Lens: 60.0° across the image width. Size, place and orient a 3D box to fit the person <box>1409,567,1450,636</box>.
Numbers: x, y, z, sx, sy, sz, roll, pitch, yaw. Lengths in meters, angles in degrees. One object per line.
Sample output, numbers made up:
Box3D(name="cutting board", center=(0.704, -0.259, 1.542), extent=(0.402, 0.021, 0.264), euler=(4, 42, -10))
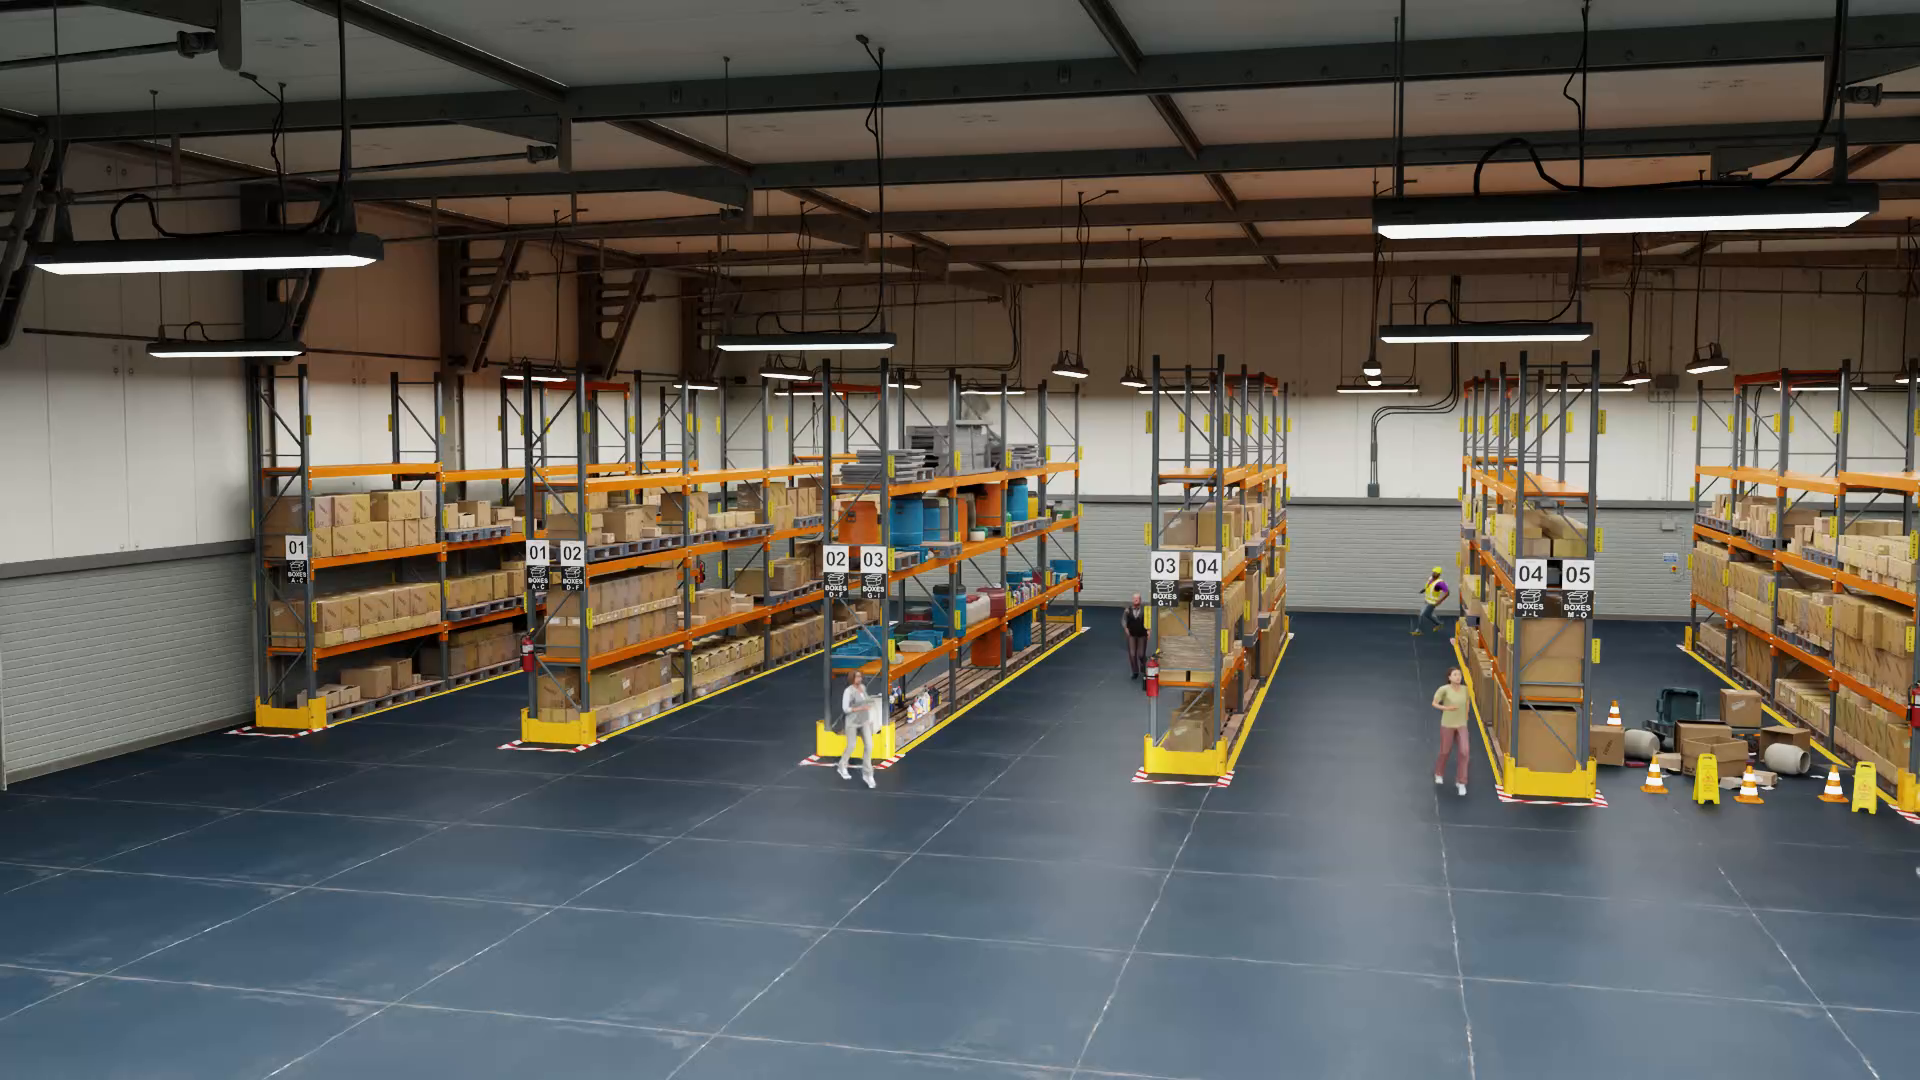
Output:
Box3D(name="person", center=(11.119, 1.444, 39.447), extent=(0.884, 1.674, 0.868), euler=(1, 4, 11))

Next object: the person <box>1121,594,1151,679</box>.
Box3D(name="person", center=(3.515, 1.901, 32.866), extent=(0.692, 1.680, 0.599), euler=(1, 4, 12))

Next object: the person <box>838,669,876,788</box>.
Box3D(name="person", center=(-1.465, 2.596, 23.115), extent=(0.519, 1.637, 0.739), euler=(-3, 5, -39))

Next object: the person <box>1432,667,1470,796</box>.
Box3D(name="person", center=(6.754, 2.592, 22.809), extent=(0.580, 1.709, 0.790), euler=(0, 4, -1))
